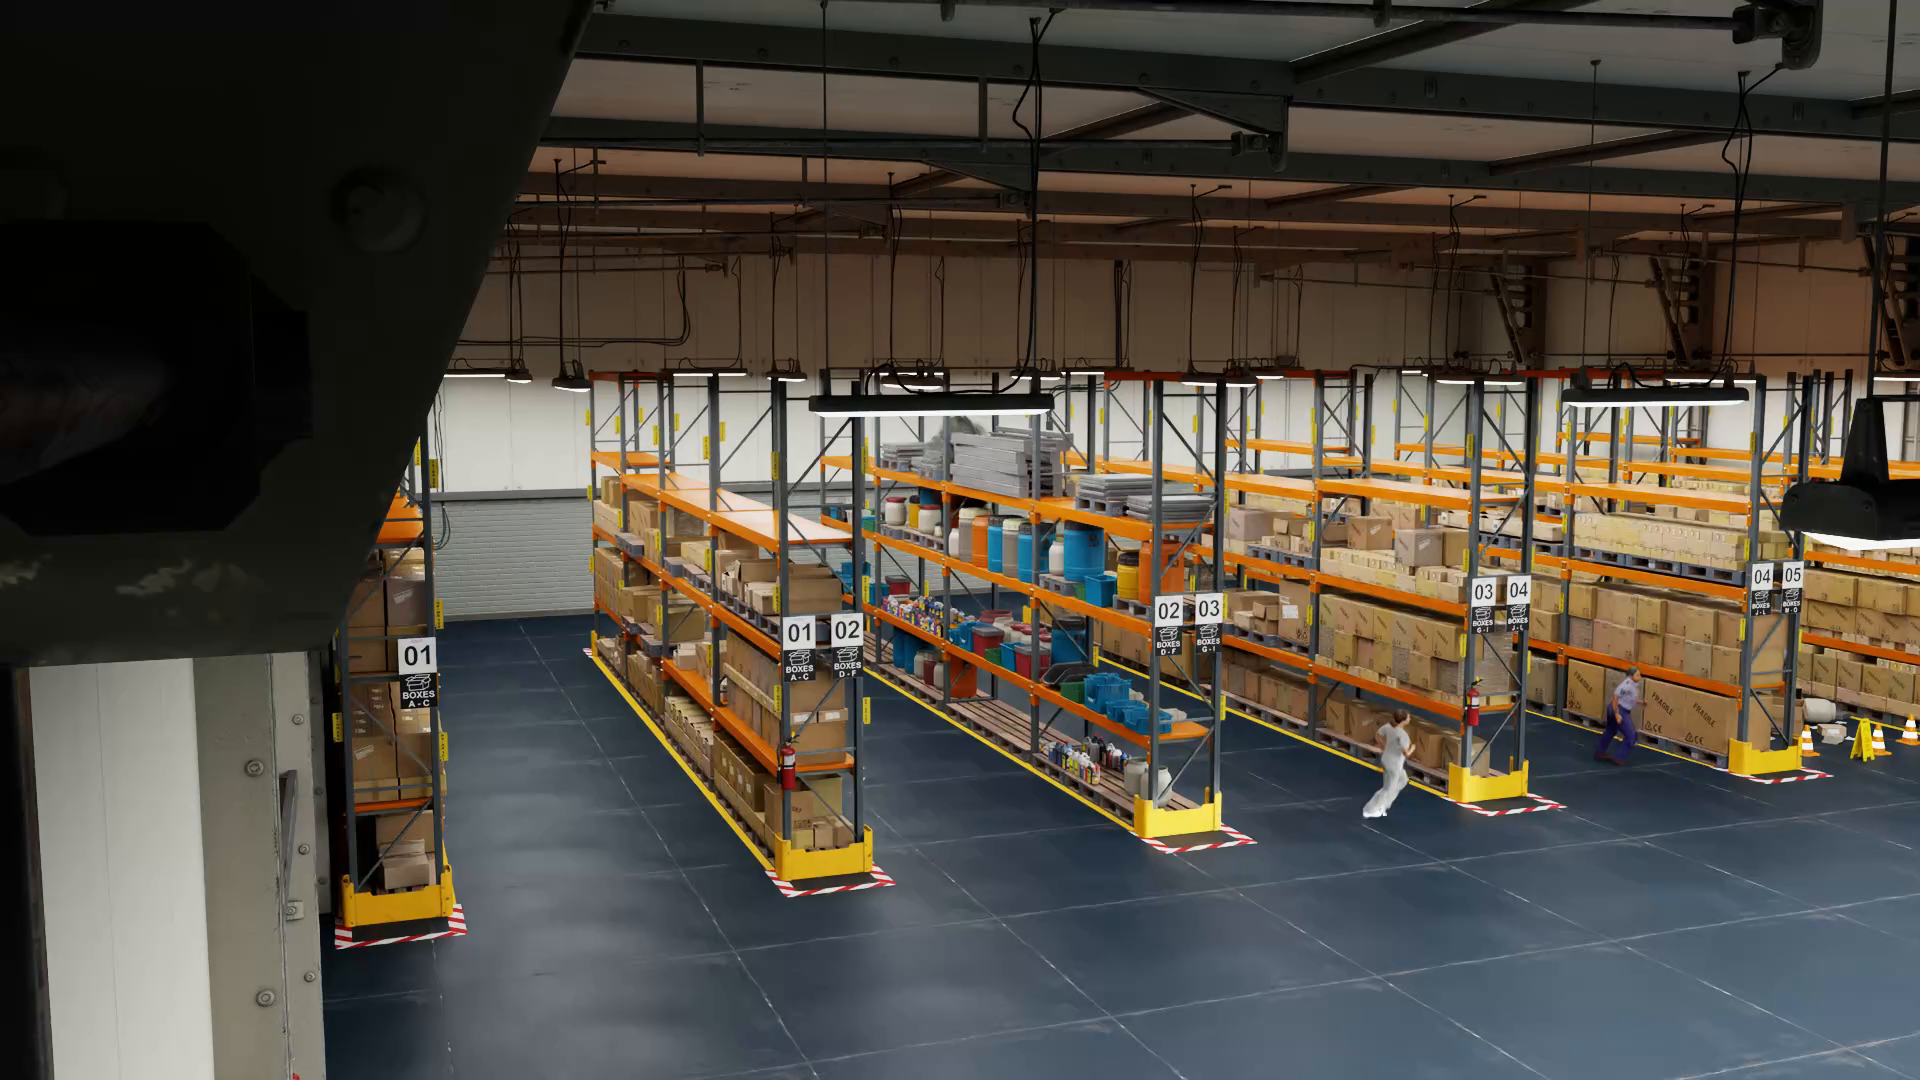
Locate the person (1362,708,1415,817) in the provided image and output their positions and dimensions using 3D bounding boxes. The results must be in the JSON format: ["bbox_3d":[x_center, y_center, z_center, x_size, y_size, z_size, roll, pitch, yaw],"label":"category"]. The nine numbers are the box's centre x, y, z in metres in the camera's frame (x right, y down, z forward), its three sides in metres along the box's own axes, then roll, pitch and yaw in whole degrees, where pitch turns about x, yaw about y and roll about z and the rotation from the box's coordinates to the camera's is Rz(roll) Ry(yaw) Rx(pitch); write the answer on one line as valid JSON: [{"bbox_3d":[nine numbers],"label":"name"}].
[{"bbox_3d":[5.828,3.036,22.475,0.631,1.608,0.701,-1,6,-9],"label":"person"}]

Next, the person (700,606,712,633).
[{"bbox_3d":[-5.292,1.696,35.113,0.624,1.481,0.875,-1,6,-9],"label":"person"}]

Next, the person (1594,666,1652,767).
[{"bbox_3d":[10.268,2.725,25.720,0.809,1.624,0.654,2,7,20],"label":"person"}]

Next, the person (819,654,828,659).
[{"bbox_3d":[-2.508,2.314,28.244,0.612,1.839,0.840,-3,7,-25],"label":"person"}]
